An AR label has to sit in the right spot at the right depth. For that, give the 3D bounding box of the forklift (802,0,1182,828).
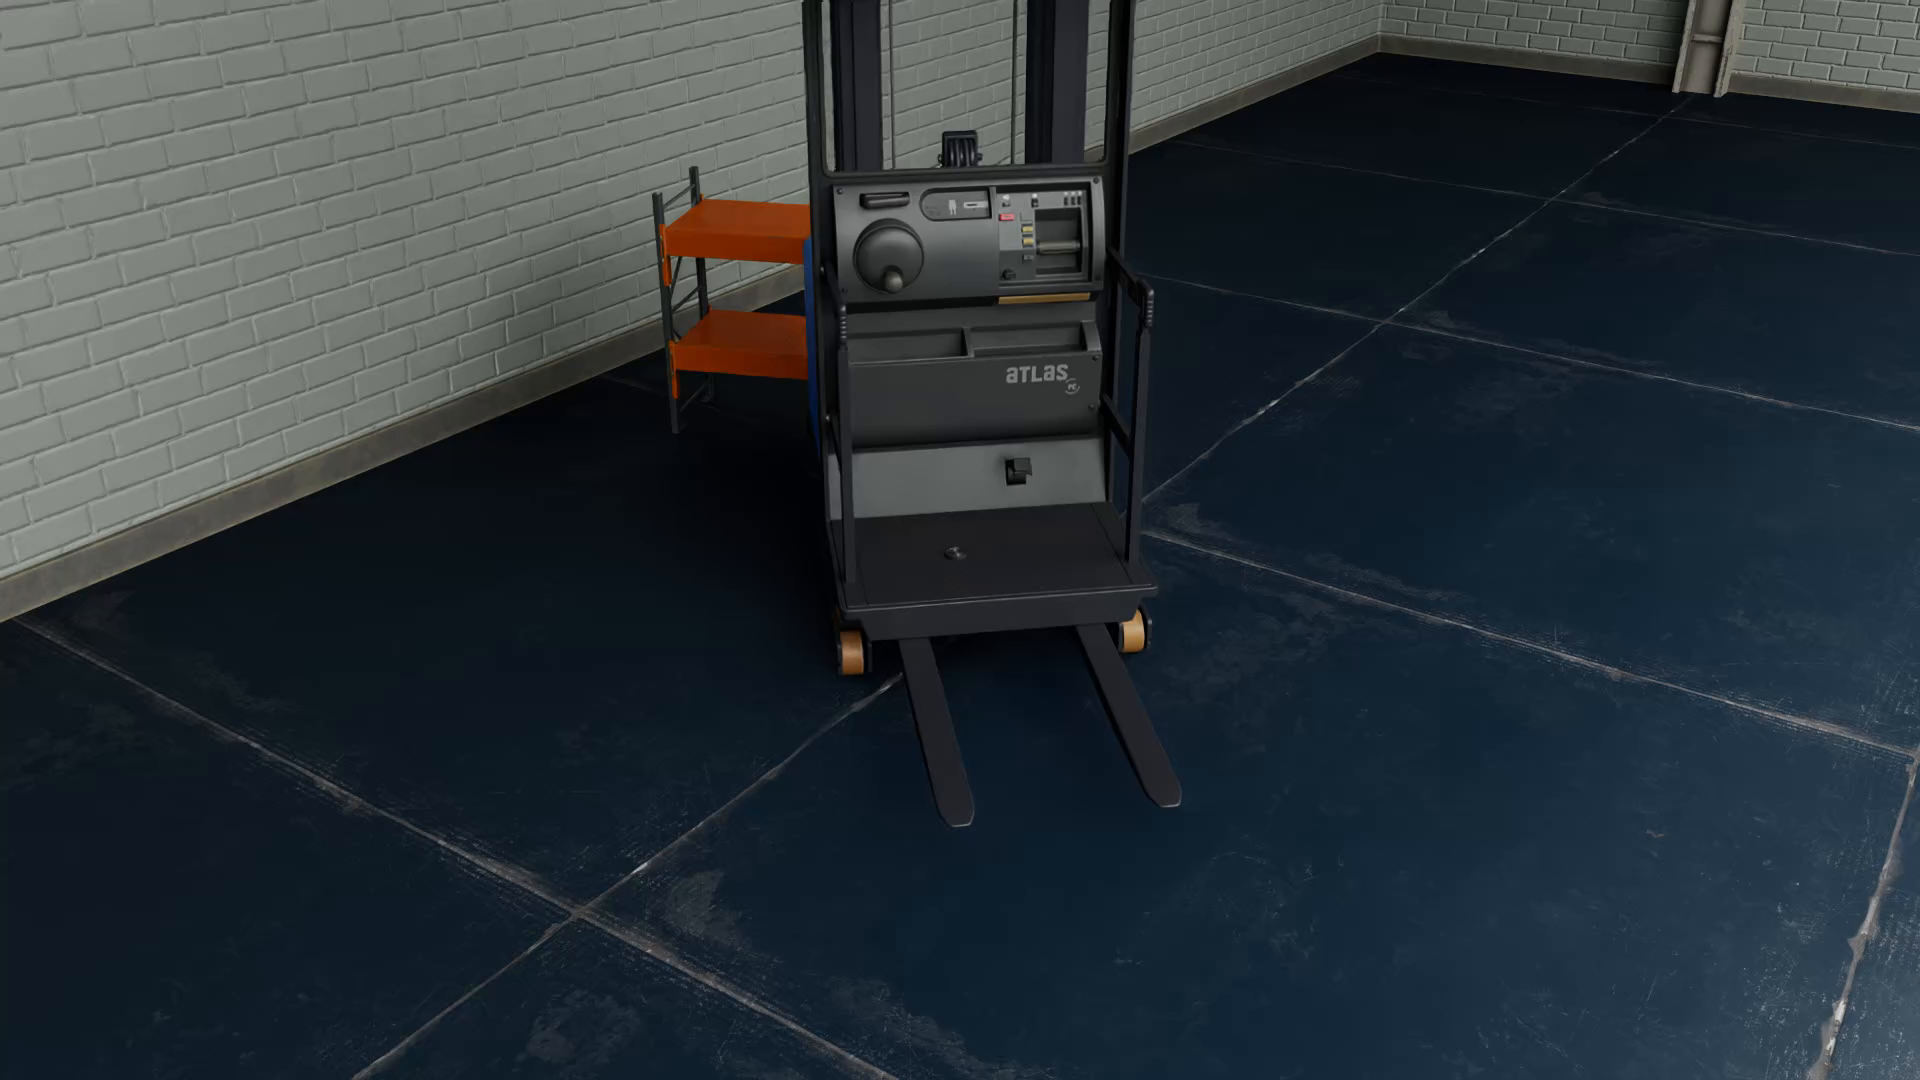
[{"bbox_3d":[0.070,-1.003,5.489,1.130,2.935,3.031,-4,27,-8],"label":"forklift"}]

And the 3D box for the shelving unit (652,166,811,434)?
[{"bbox_3d":[-0.773,-1.059,7.590,1.048,1.125,0.538,6,28,11],"label":"shelving unit"}]

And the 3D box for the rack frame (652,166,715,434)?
[{"bbox_3d":[-1.270,-1.107,7.686,0.032,1.125,0.500,6,28,11],"label":"rack frame"}]

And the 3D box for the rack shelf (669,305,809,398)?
[{"bbox_3d":[-0.773,-0.841,7.701,1.000,0.278,0.538,6,28,11],"label":"rack shelf"}]

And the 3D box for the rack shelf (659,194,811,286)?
[{"bbox_3d":[-0.773,-1.320,7.457,1.000,0.278,0.538,6,28,11],"label":"rack shelf"}]

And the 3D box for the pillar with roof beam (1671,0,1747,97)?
[{"bbox_3d":[3.952,-6.277,9.163,0.400,9.000,9.100,17,32,30],"label":"pillar with roof beam"}]
